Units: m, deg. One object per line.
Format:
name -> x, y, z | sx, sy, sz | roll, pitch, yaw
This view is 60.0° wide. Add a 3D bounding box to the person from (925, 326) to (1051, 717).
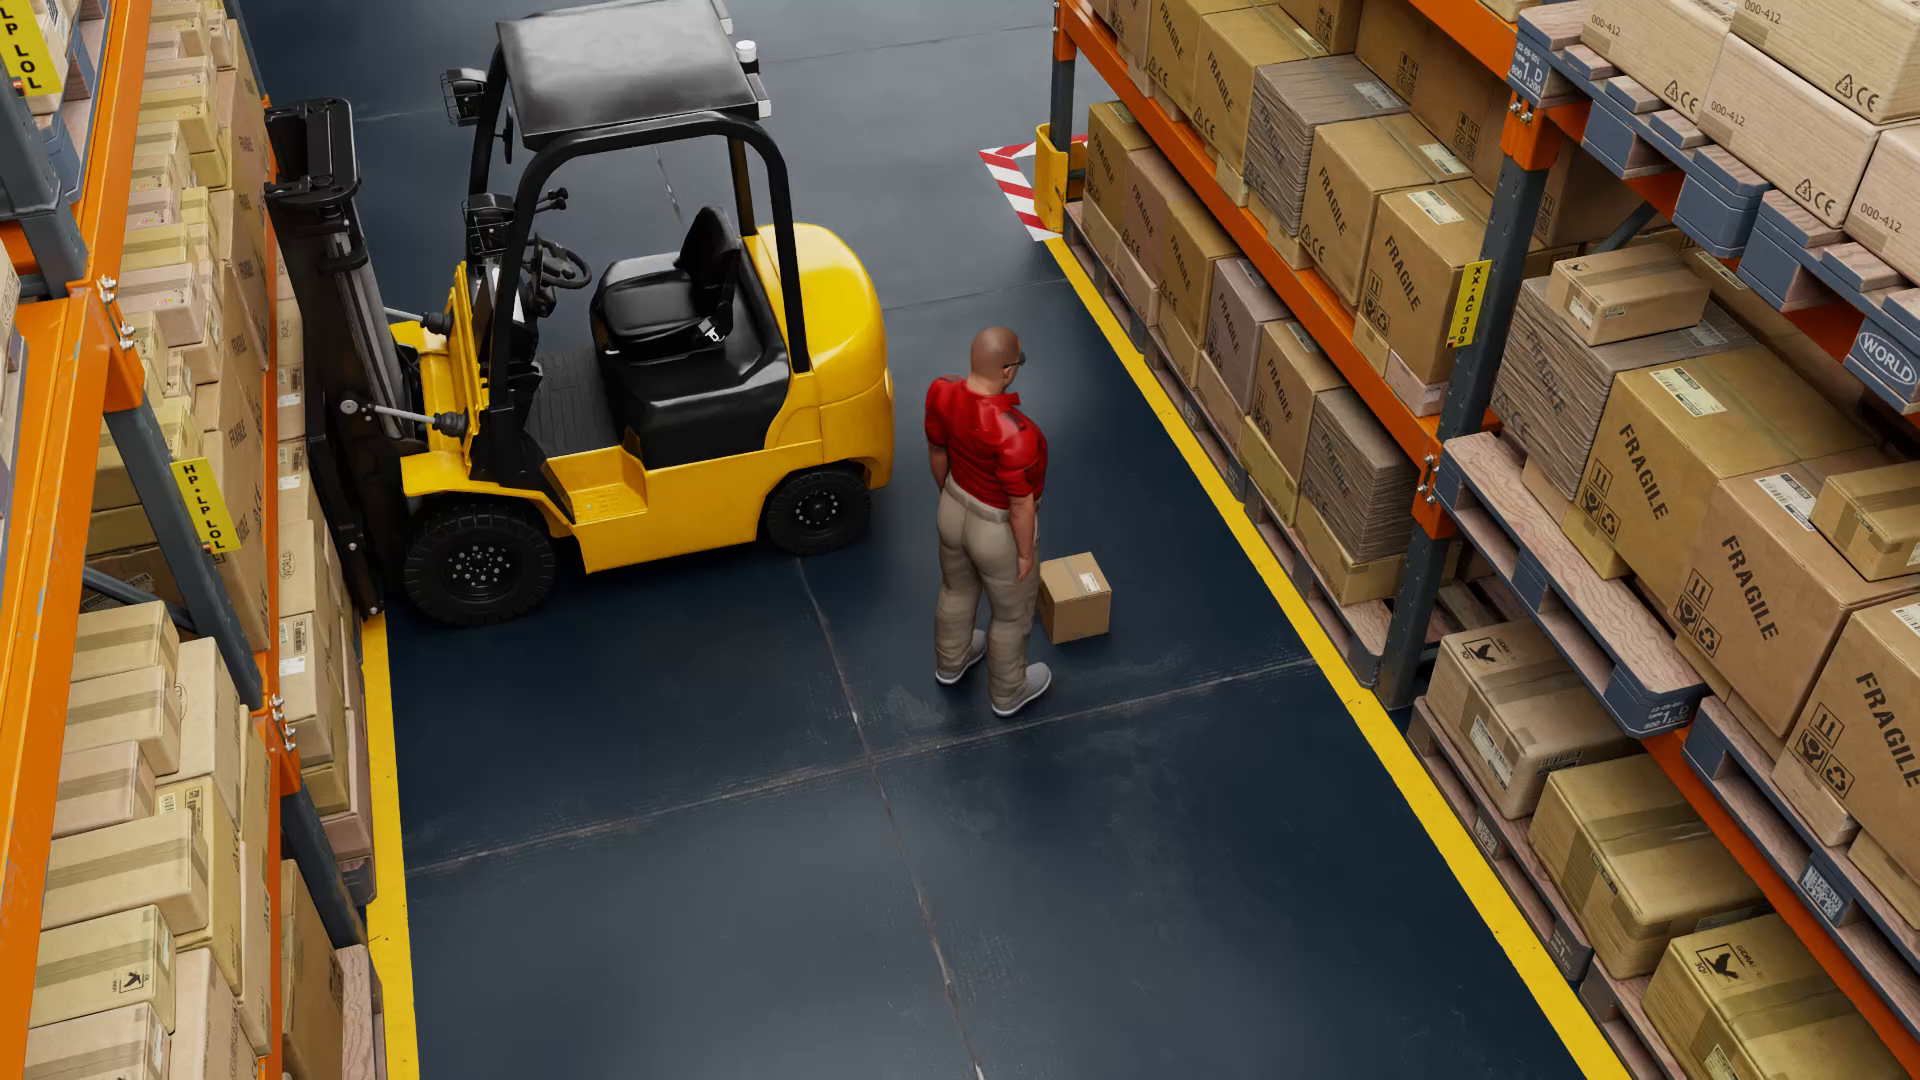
person -> 0.120, -0.080, 6.257 | 0.382, 1.727, 0.534 | -33, 51, -31
